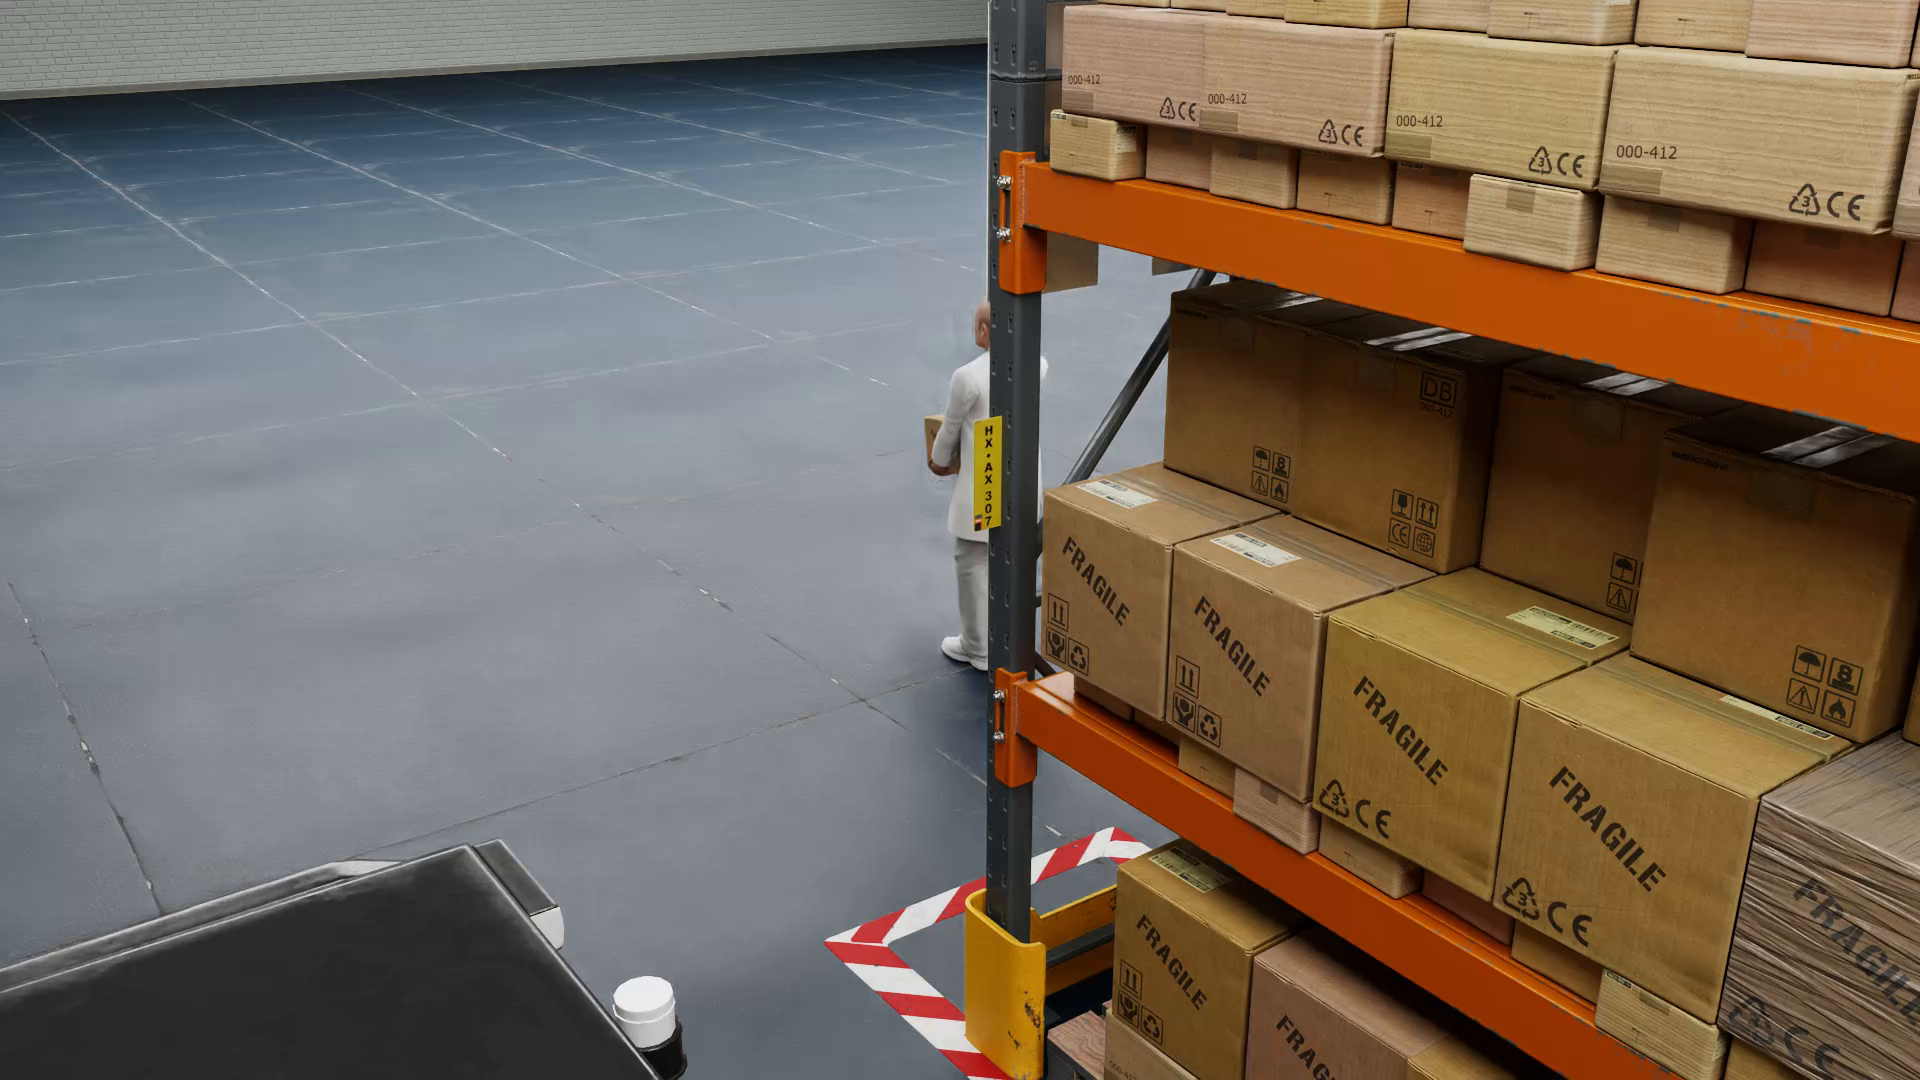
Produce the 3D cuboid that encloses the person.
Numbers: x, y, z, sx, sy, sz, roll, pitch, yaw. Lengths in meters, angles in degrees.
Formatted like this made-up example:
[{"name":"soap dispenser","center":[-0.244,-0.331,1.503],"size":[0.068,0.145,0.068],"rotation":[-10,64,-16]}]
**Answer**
[{"name":"person","center":[0.115,-0.288,7.858],"size":[0.524,1.780,0.555],"rotation":[-15,26,-34]}]
